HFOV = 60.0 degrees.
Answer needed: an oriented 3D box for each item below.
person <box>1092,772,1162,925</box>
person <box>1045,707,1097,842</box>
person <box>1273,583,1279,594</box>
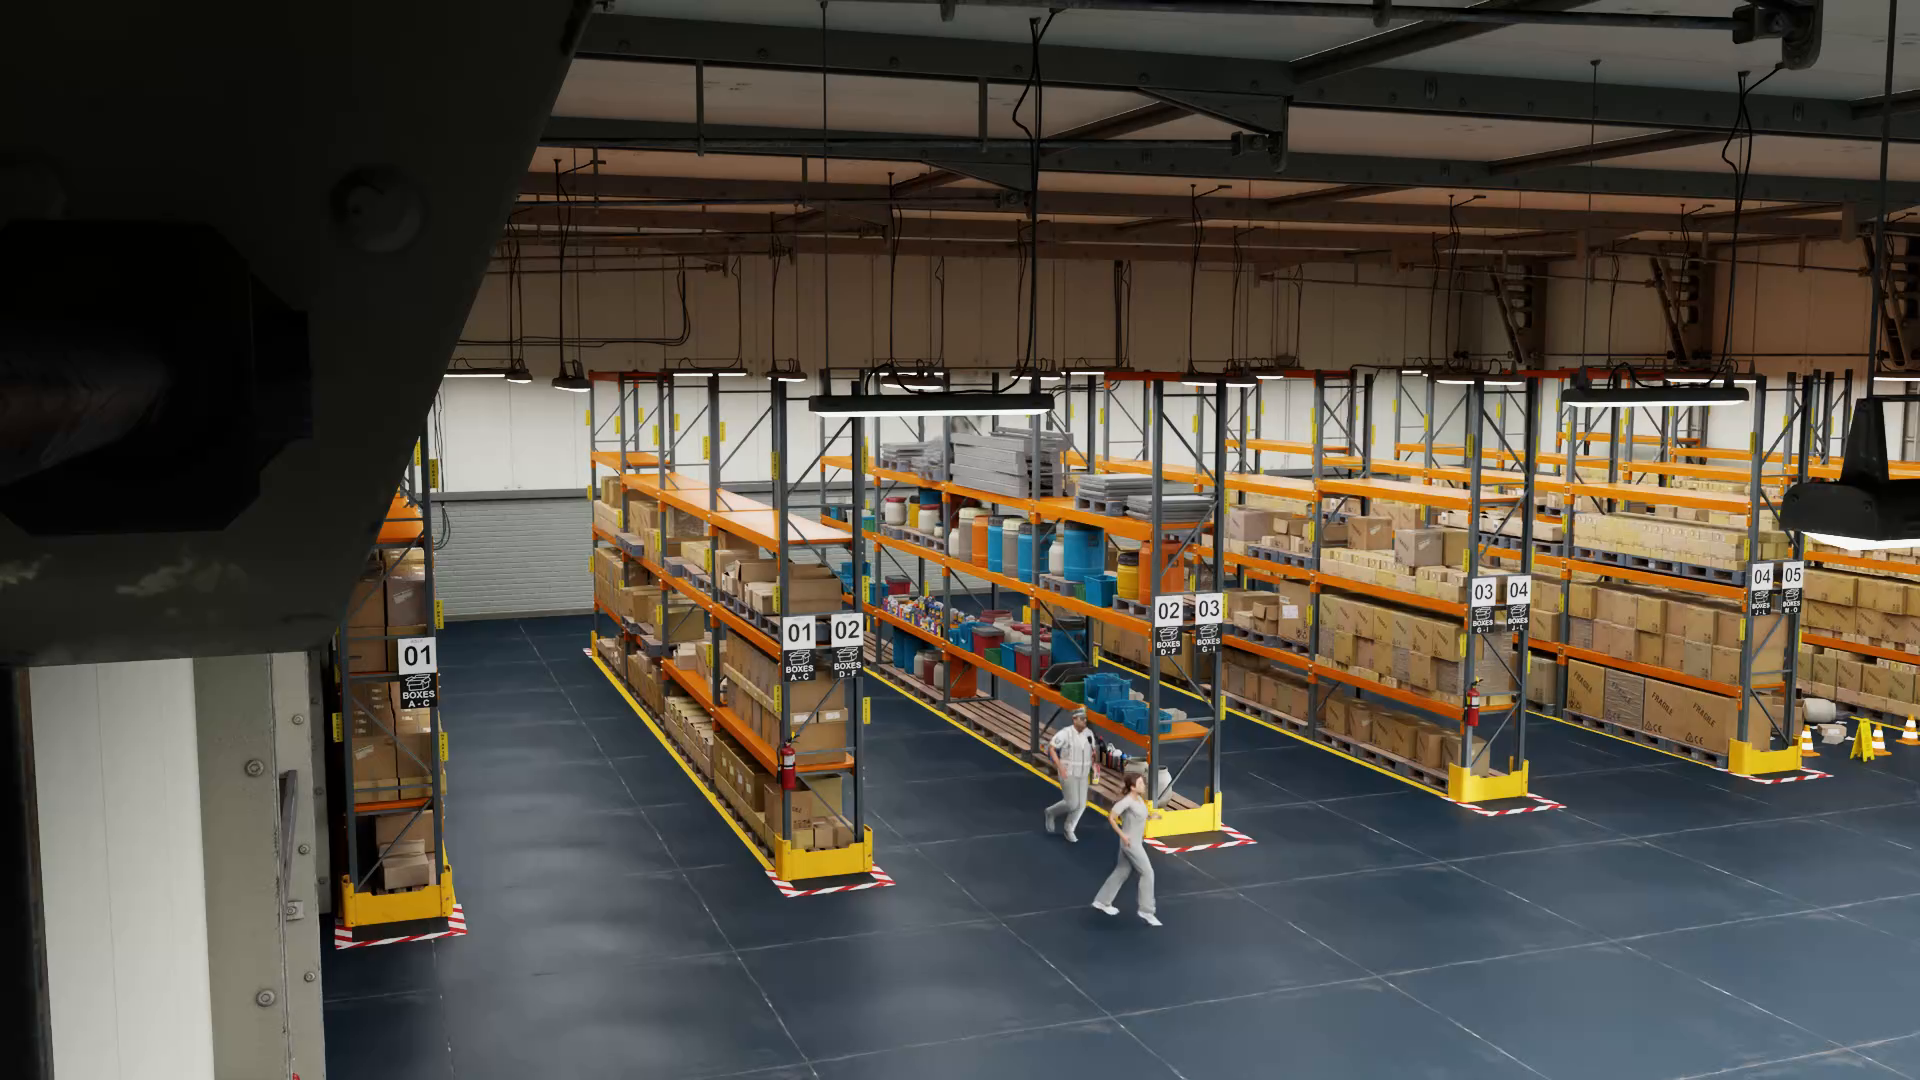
[{"bbox_3d":[1.884,3.437,18.607,0.793,1.726,0.541,1,6,11],"label":"person"},{"bbox_3d":[1.512,3.056,21.867,0.682,1.751,0.587,-4,8,-33],"label":"person"},{"bbox_3d":[8.207,0.810,42.167,0.615,1.686,0.576,-2,7,-14],"label":"person"}]
